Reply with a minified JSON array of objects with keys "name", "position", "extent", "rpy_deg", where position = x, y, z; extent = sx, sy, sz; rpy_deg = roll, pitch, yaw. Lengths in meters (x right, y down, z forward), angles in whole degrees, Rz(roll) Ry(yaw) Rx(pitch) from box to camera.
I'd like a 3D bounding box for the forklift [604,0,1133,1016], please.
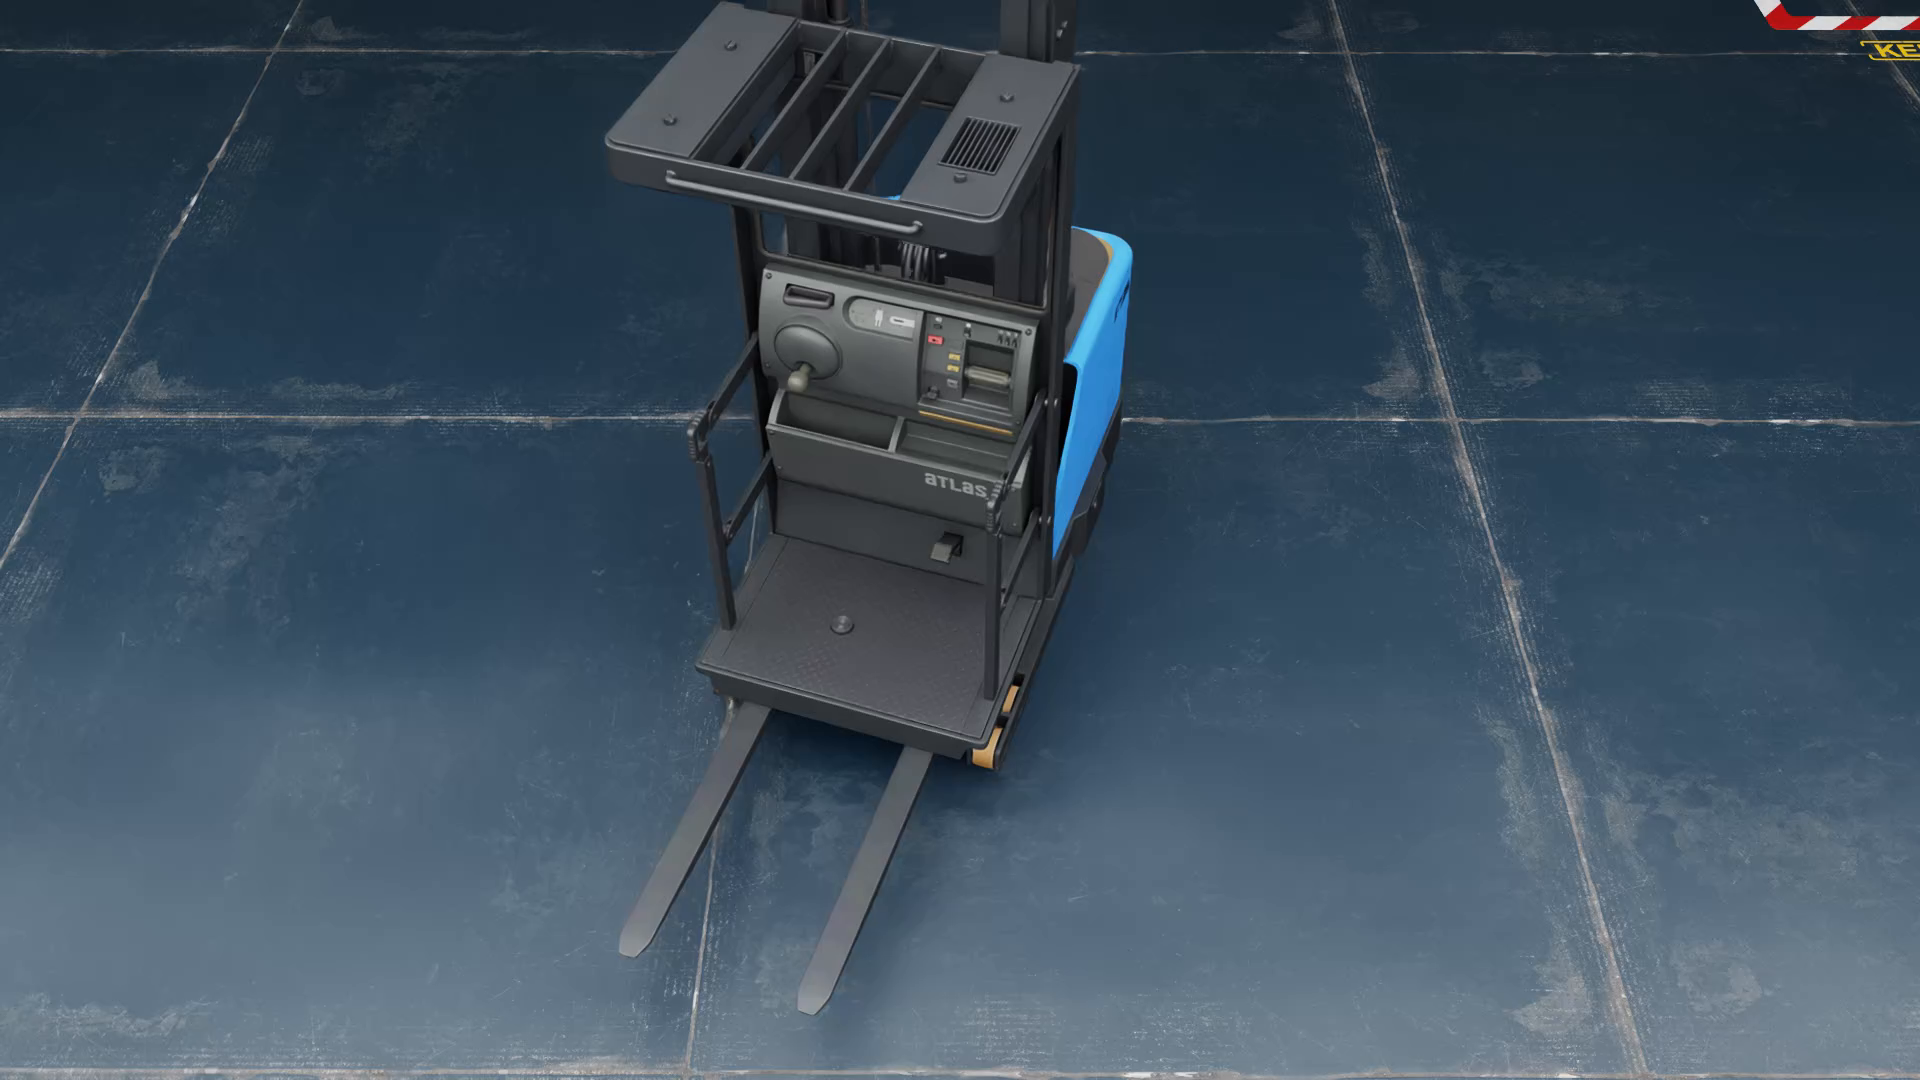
[{"name":"forklift","position":[-0.277,-0.518,5.230],"extent":[1.130,2.935,3.031],"rpy_deg":[14,49,13]}]
